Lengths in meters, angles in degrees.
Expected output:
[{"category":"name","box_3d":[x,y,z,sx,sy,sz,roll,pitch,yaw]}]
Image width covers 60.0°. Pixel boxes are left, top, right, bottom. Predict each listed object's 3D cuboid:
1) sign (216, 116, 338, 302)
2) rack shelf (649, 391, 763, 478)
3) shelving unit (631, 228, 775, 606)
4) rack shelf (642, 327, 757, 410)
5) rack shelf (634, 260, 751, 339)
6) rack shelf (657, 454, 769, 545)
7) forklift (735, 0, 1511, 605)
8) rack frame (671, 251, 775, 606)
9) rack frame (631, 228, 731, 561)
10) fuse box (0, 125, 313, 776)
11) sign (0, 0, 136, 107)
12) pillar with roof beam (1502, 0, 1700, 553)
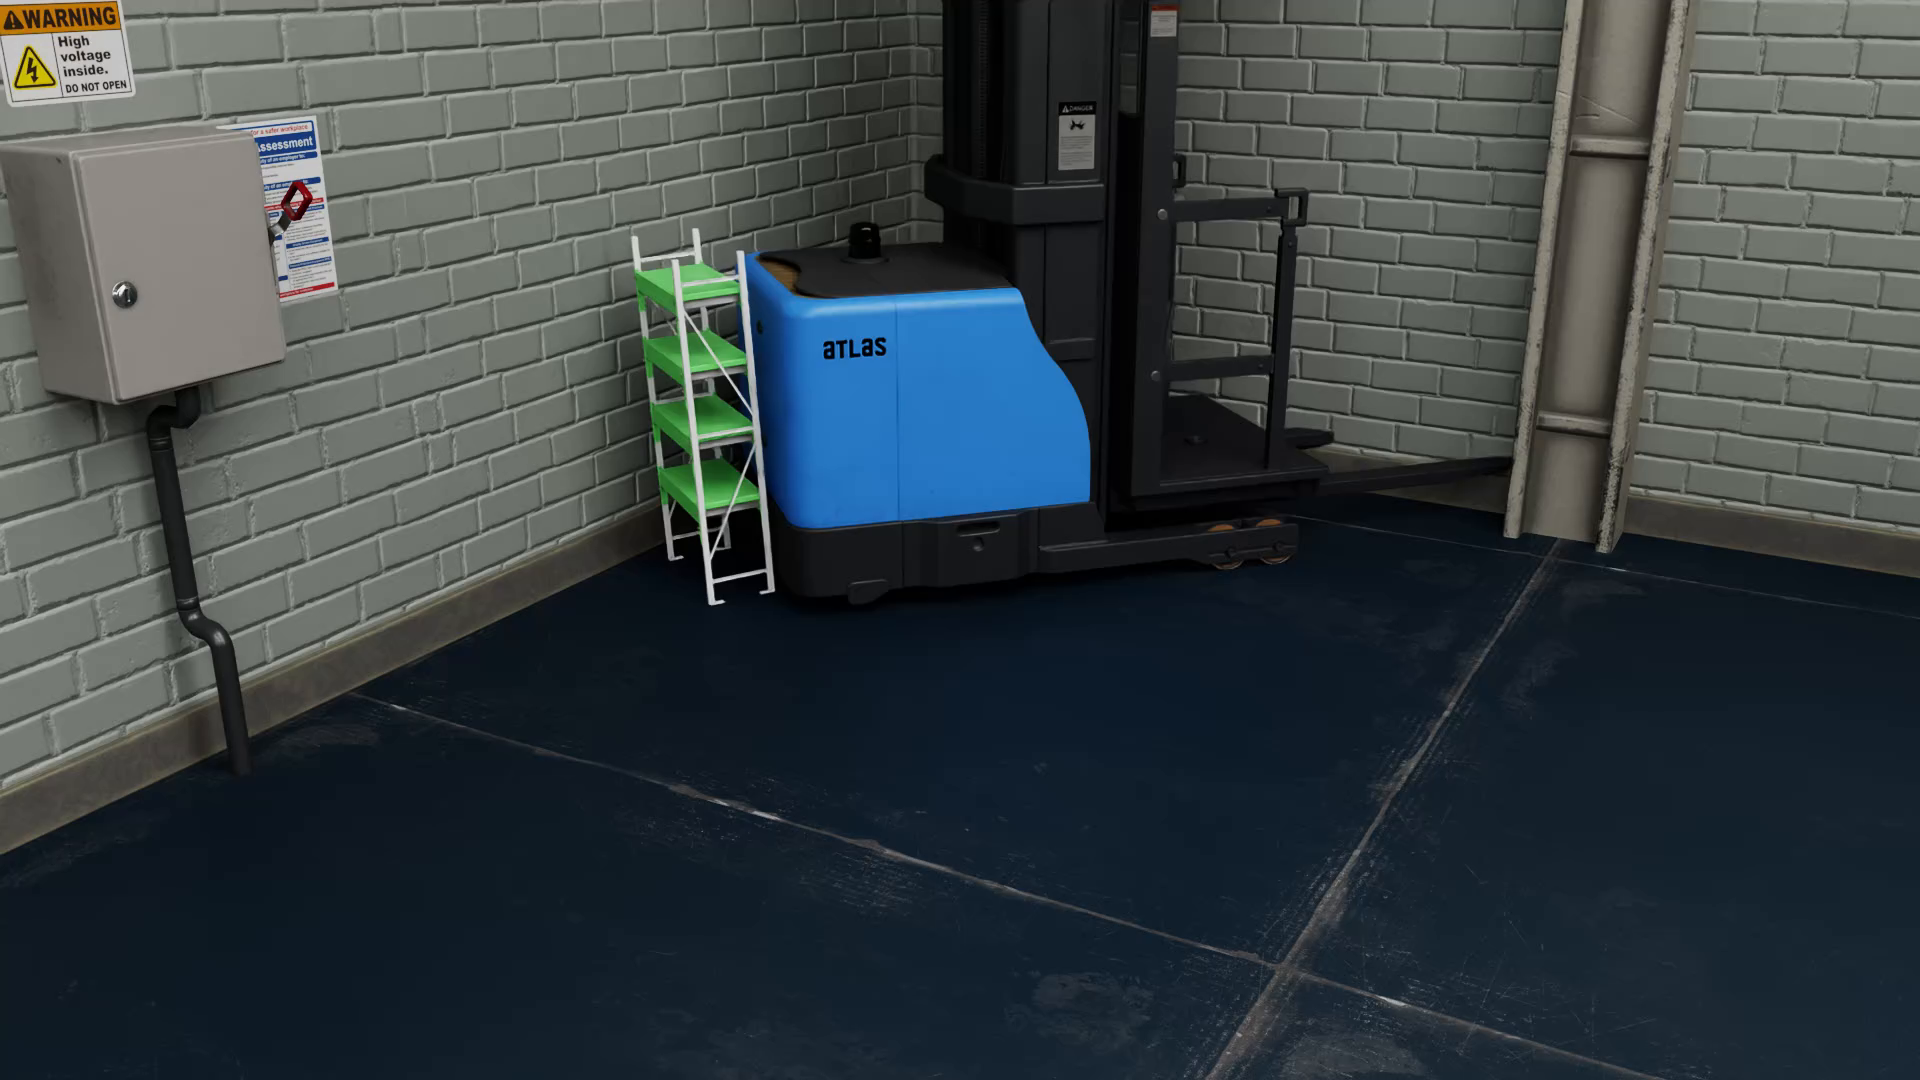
[{"category":"sign","box_3d":[-1.889,-0.911,4.618,0.001,0.494,0.329,11,23,27]},{"category":"rack shelf","box_3d":[-0.888,-0.372,5.801,0.258,0.148,0.480,-12,23,-23]},{"category":"shelving unit","box_3d":[-0.891,-0.432,5.778,0.258,1.200,0.503,-12,23,-23]},{"category":"rack shelf","box_3d":[-0.899,-0.596,5.714,0.258,0.148,0.480,-12,23,-23]},{"category":"rack shelf","box_3d":[-0.910,-0.820,5.628,0.258,0.148,0.480,-12,23,-23]},{"category":"rack shelf","box_3d":[-0.878,-0.149,5.887,0.258,0.148,0.480,-12,23,-23]},{"category":"forklift","box_3d":[0.732,-1.432,6.015,3.031,2.935,1.130,-6,21,-16]},{"category":"rack frame","box_3d":[-0.786,-0.357,5.571,0.240,1.200,0.015,-12,23,-23]},{"category":"rack frame","box_3d":[-0.997,-0.507,5.984,0.240,1.200,0.015,-12,23,-23]},{"category":"fuse box","box_3d":[-1.949,-0.169,4.321,0.414,1.711,0.539,11,23,27]},{"category":"sign","box_3d":[-2.157,-1.181,4.010,0.001,0.242,0.339,11,23,27]},{"category":"pillar with roof beam","box_3d":[0.237,-2.976,1.374,0.400,9.000,9.100,11,23,27]}]
